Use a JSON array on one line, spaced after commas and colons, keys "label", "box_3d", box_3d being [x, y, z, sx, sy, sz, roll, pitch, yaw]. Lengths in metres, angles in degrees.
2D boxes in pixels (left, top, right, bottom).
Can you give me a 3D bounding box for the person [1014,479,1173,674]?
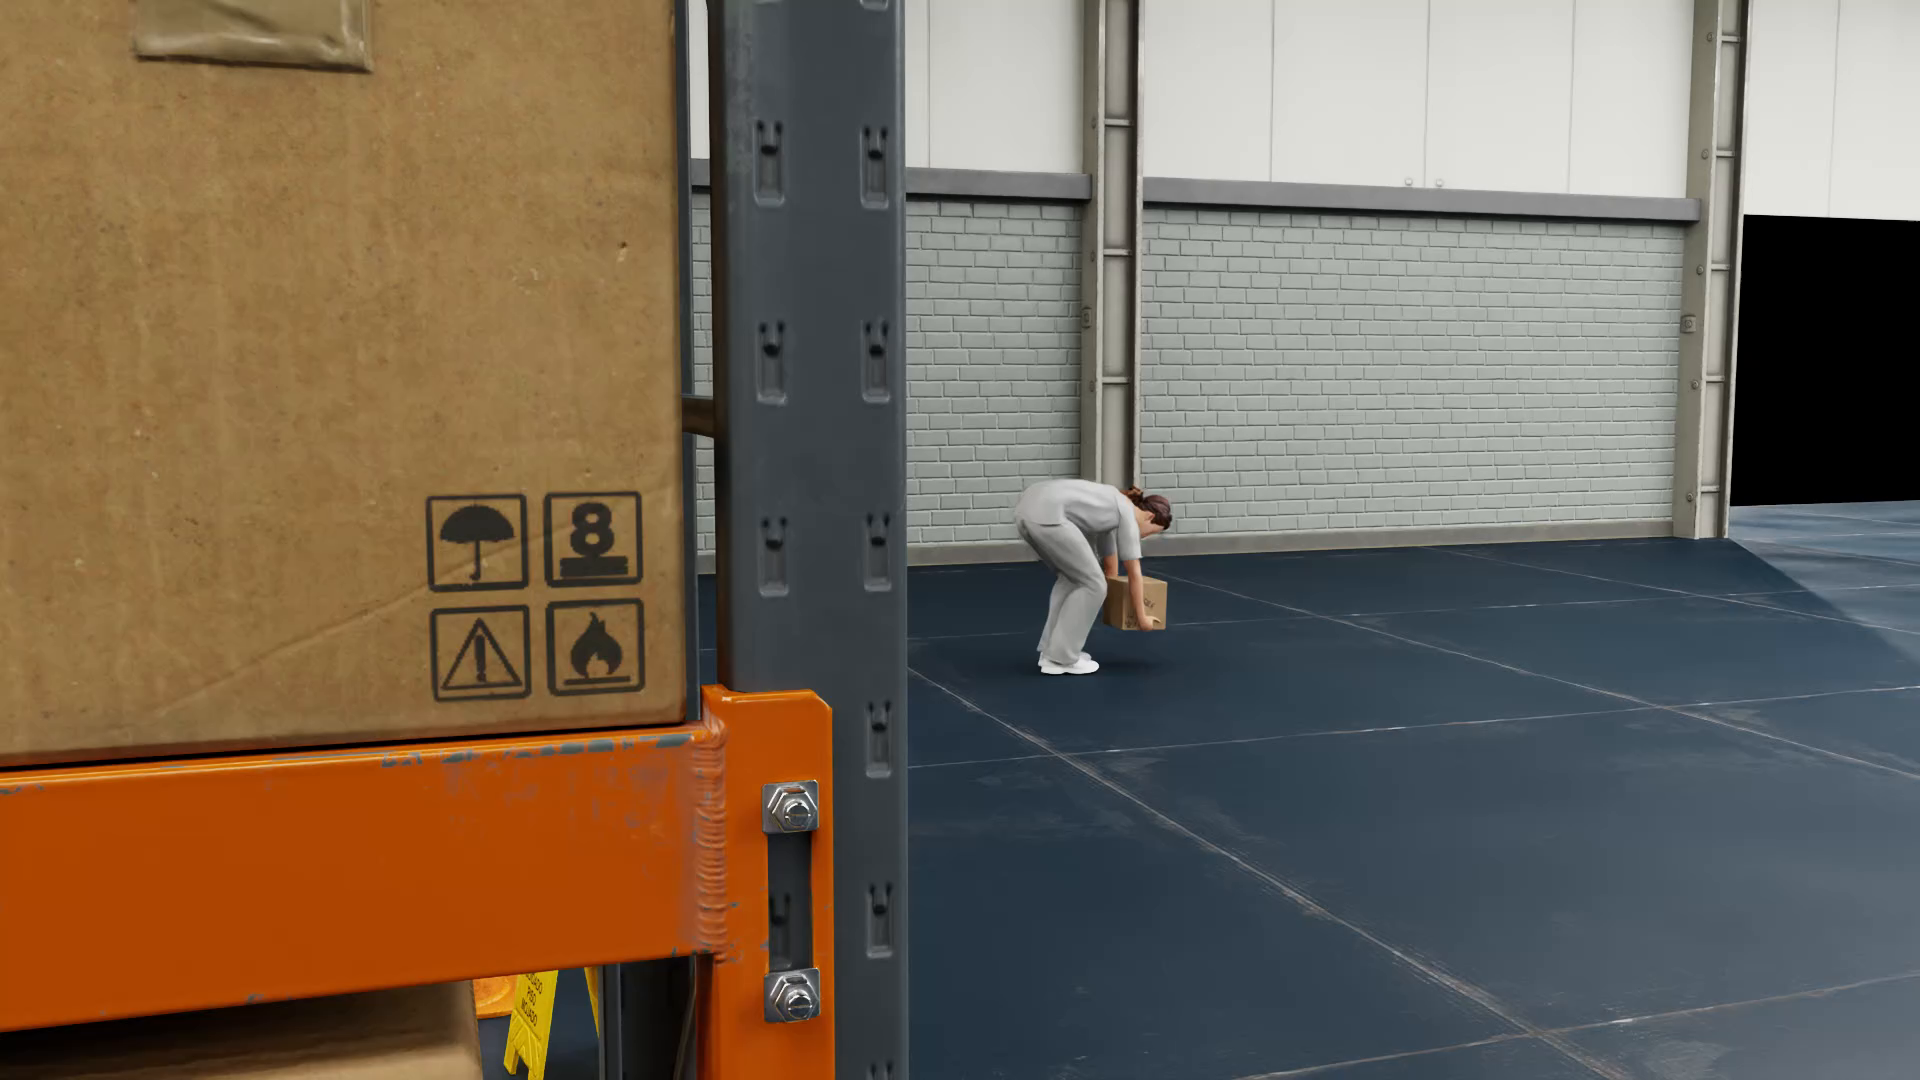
[{"label": "person", "box_3d": [0.708, 0.174, 8.655, 0.866, 0.998, 0.435, -2, 6, -21]}]
